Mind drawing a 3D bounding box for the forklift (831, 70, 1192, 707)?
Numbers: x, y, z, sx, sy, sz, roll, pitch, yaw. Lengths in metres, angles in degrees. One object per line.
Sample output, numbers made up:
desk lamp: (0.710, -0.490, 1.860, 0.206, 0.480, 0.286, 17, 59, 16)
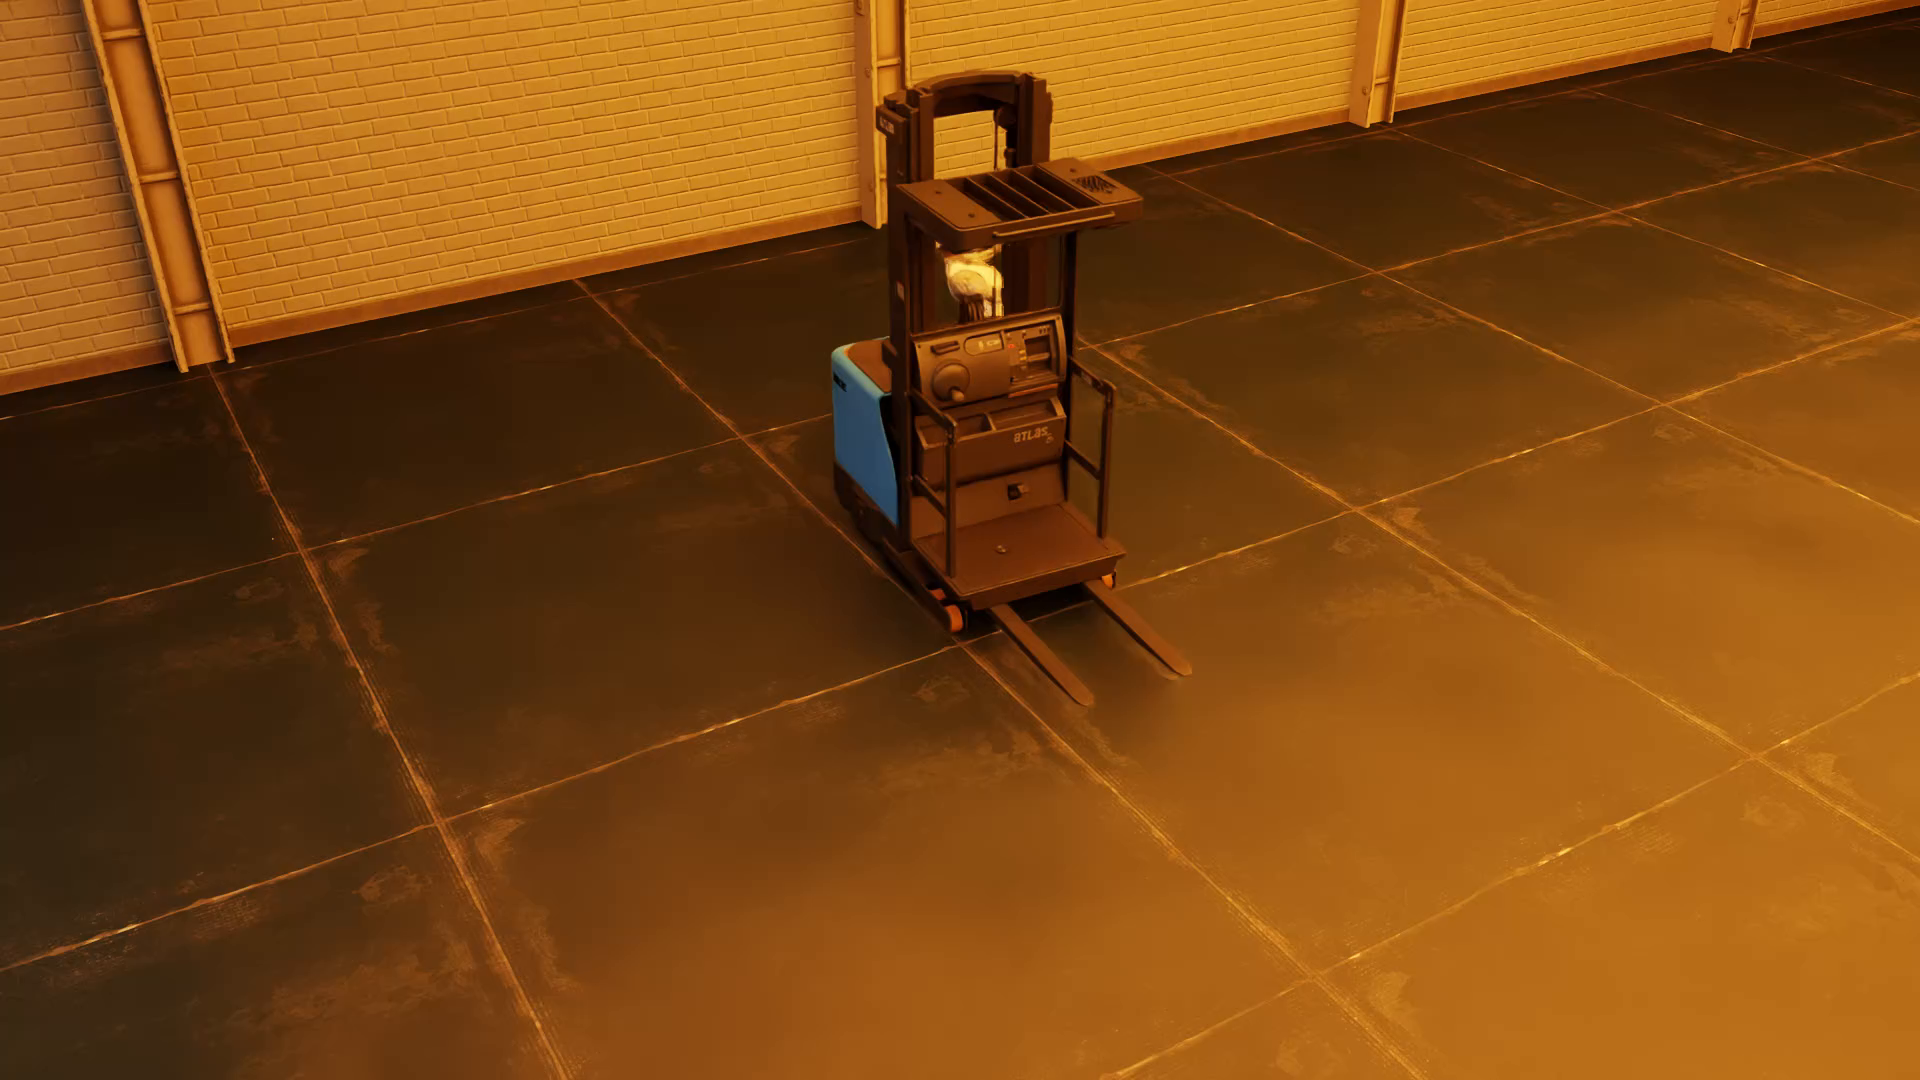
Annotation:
forklift: (0.275, -0.977, 9.279, 1.130, 2.935, 3.031, -14, 34, -22)

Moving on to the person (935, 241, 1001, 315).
person: (0.221, -1.415, 11.359, 0.704, 1.502, 1.063, -8, 32, -13)
